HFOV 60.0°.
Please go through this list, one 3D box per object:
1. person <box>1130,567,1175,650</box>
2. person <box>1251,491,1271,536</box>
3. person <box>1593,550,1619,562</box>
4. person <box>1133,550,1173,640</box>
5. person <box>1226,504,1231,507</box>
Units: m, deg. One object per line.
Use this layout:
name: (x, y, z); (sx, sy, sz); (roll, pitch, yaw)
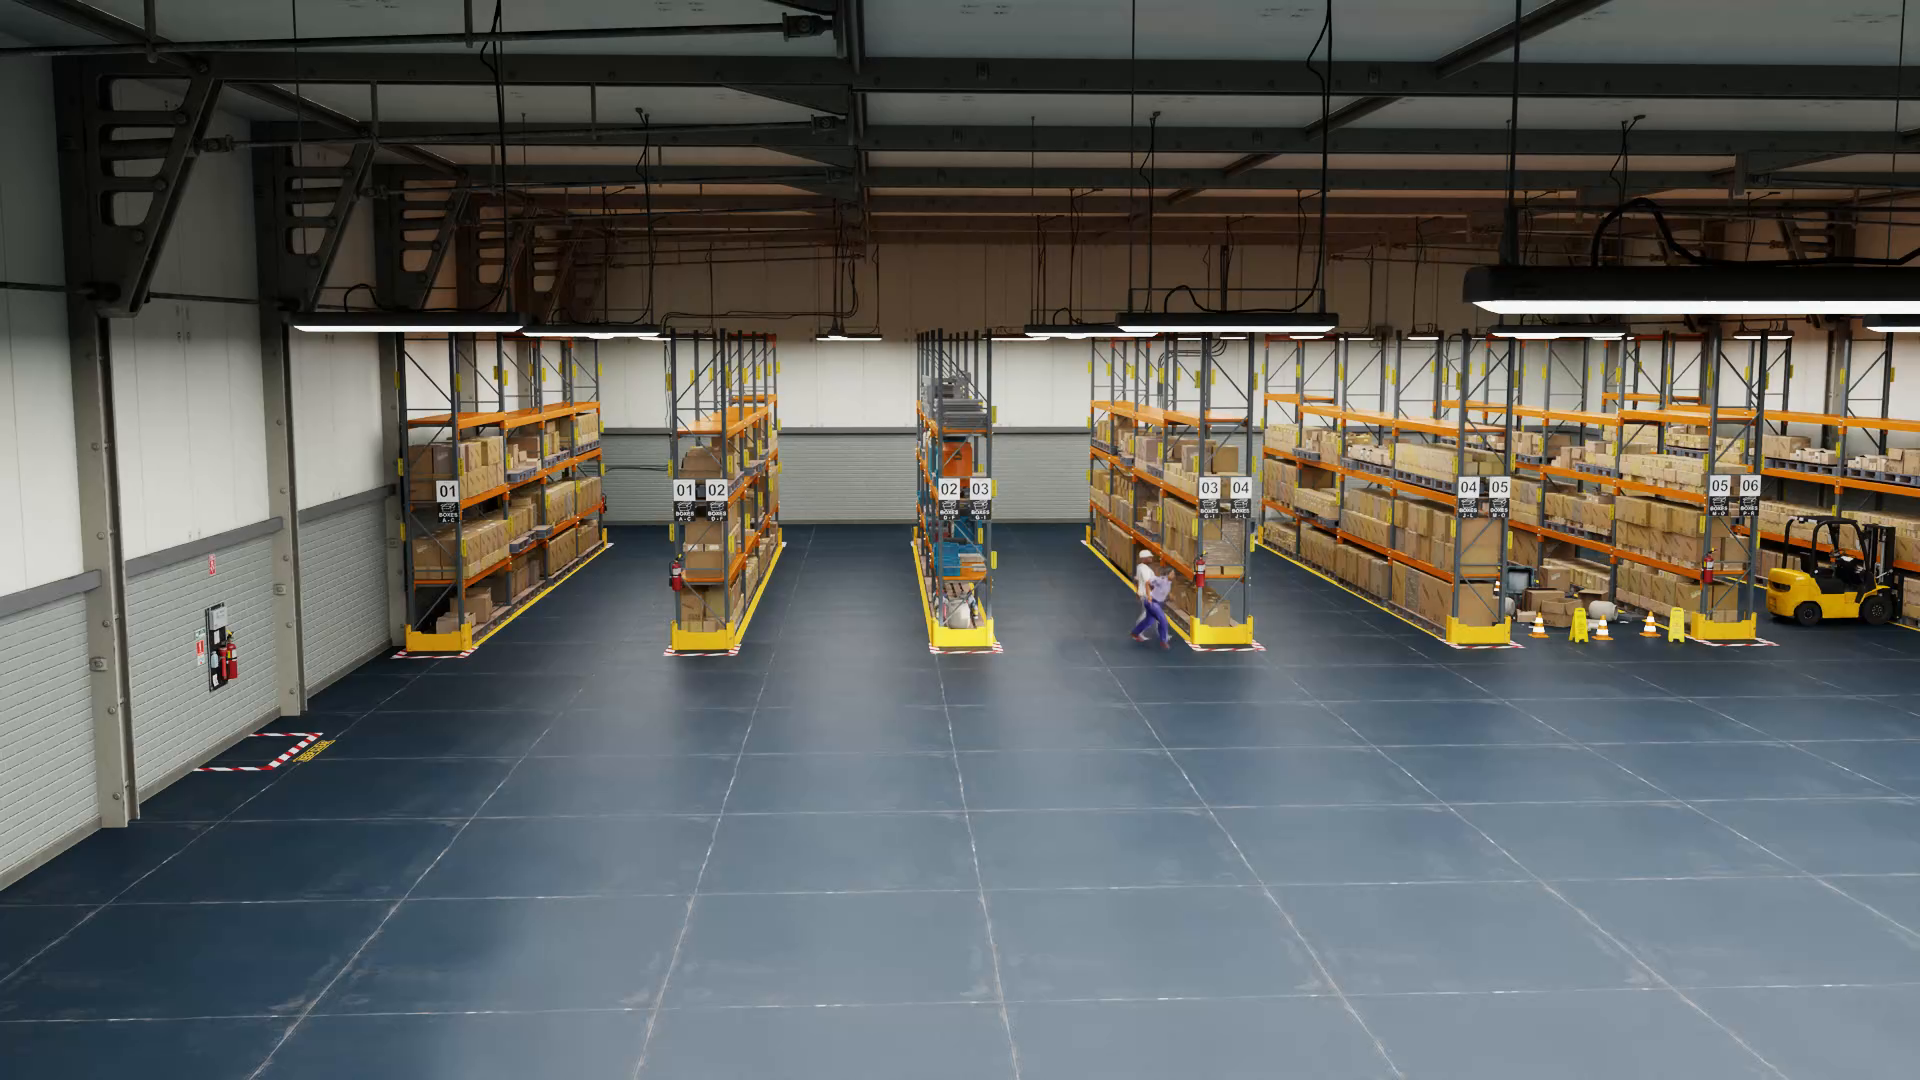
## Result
person: (3.620, 1.282, 31.434); (0.959, 1.612, 0.649); (5, 8, 36)
person: (9.037, -0.926, 49.160); (0.998, 1.728, 0.755); (2, 7, 15)
person: (16.923, -0.243, 43.509); (0.600, 1.783, 0.853); (-1, 7, -12)
person: (3.742, 1.059, 32.235); (0.805, 1.736, 0.638); (0, 7, 0)
person: (7.511, -0.529, 45.755); (0.668, 1.750, 0.722); (0, 7, -3)
